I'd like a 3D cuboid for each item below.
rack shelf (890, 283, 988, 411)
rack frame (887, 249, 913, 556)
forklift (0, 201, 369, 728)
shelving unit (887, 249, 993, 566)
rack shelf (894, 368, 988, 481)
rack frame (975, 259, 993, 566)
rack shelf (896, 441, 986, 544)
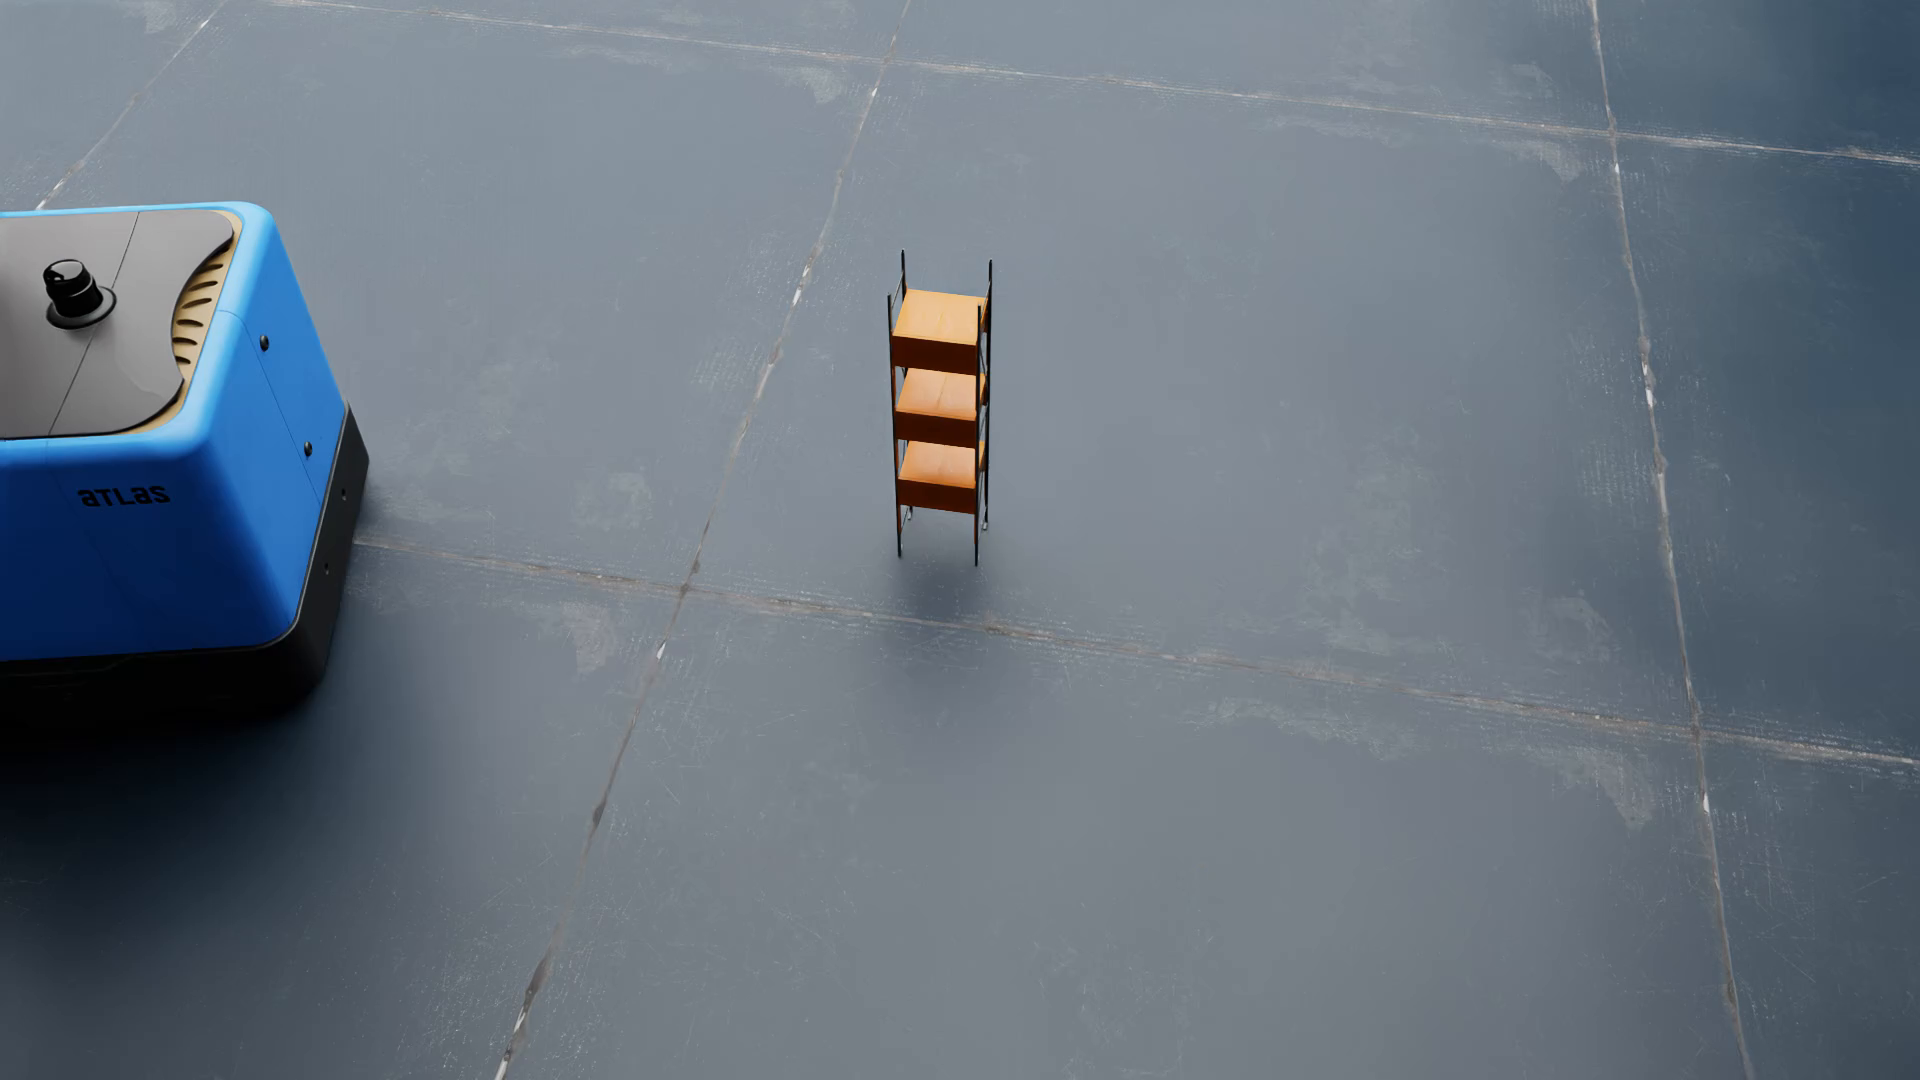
[{"bbox_3d":[-0.053,-0.541,4.663,0.240,0.259,0.215,8,49,7],"label":"rack shelf"},{"bbox_3d":[-0.173,-0.374,4.880,0.008,1.050,0.200,8,49,7],"label":"rack frame"},{"bbox_3d":[-3.386,-0.776,3.977,3.031,2.935,1.130,-3,48,-3],"label":"forklift"},{"bbox_3d":[-0.053,-0.358,4.866,0.252,1.050,0.215,8,49,7],"label":"shelving unit"},{"bbox_3d":[-0.053,-0.351,4.874,0.240,0.259,0.215,8,49,7],"label":"rack shelf"},{"bbox_3d":[0.067,-0.342,4.851,0.008,1.050,0.200,8,49,7],"label":"rack frame"},{"bbox_3d":[-0.053,-0.165,5.080,0.240,0.259,0.215,8,49,7],"label":"rack shelf"}]
